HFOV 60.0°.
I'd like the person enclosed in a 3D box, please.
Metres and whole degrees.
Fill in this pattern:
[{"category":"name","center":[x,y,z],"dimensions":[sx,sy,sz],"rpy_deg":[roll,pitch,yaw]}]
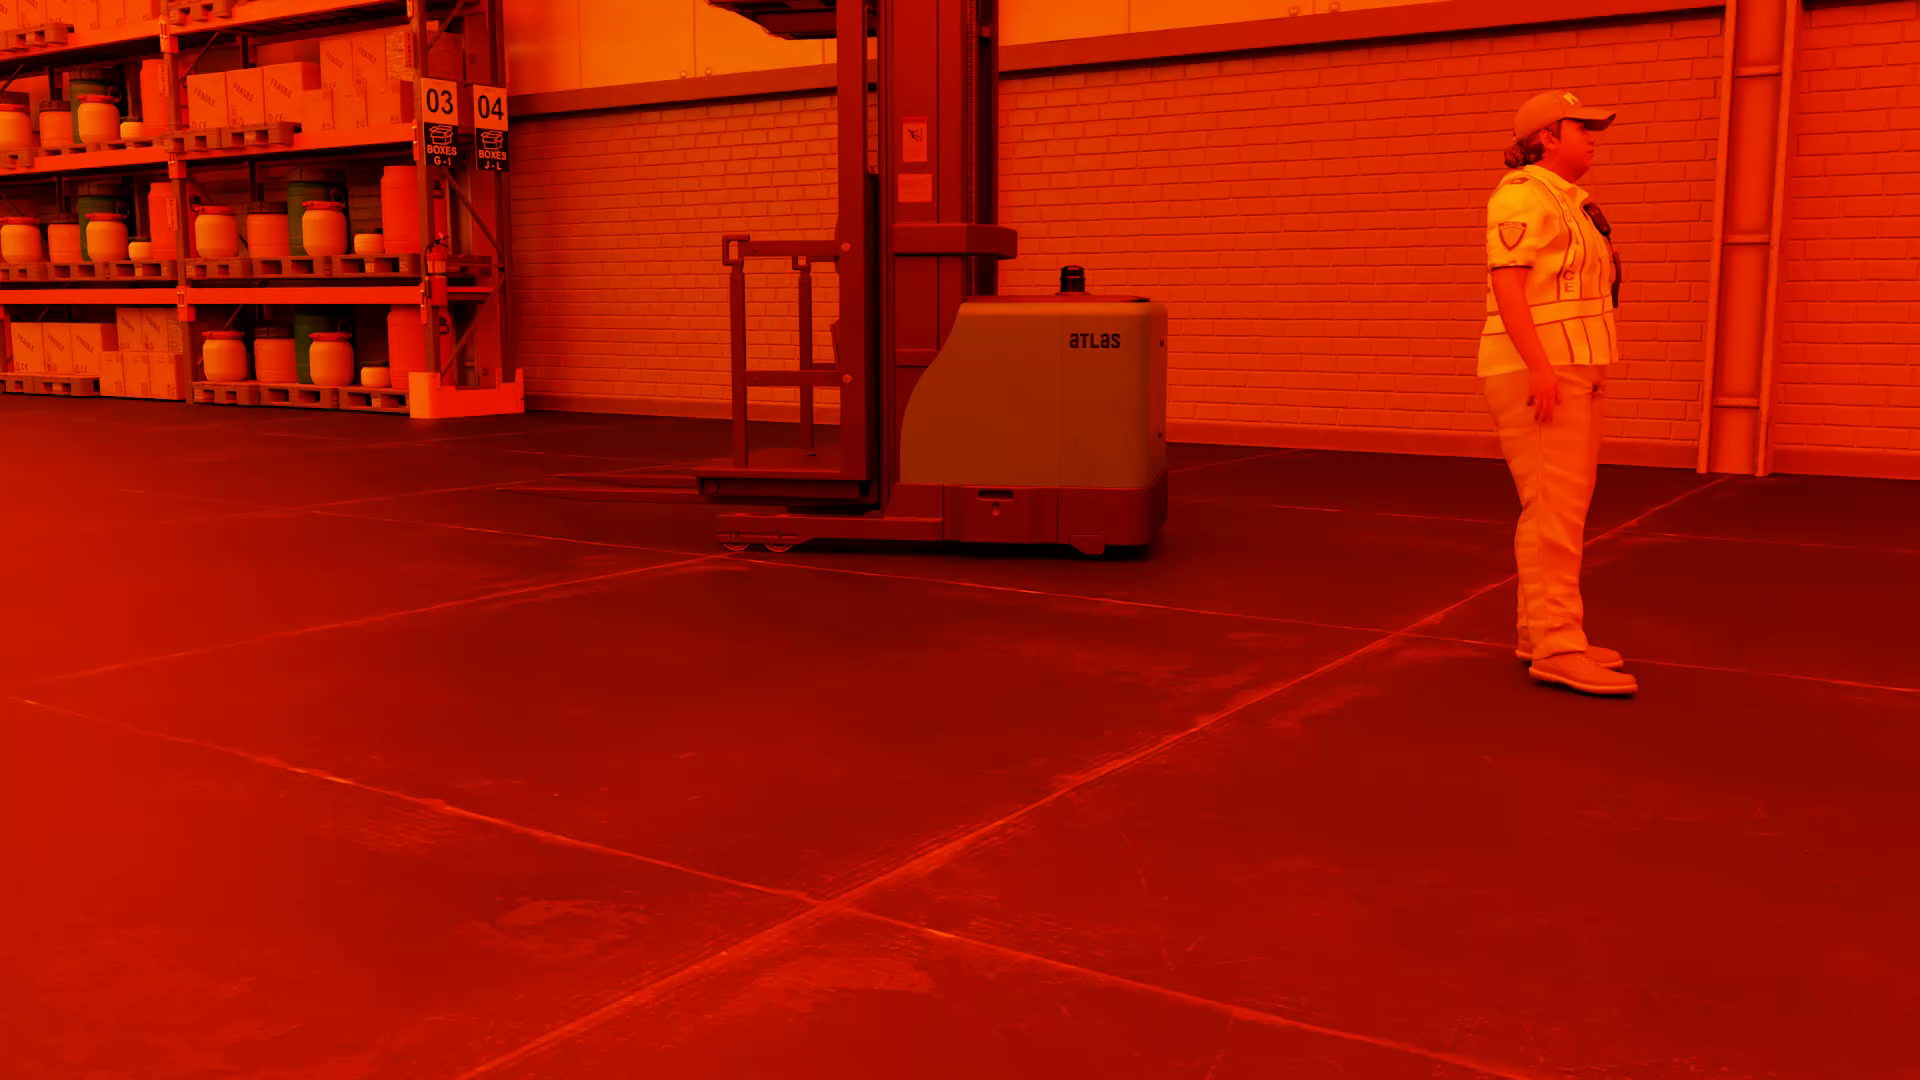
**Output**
[{"category":"person","center":[1.769,-0.448,4.783],"dimensions":[0.529,1.671,0.599],"rpy_deg":[5,10,34]}]

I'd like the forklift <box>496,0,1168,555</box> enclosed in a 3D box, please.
[{"category":"forklift","center":[-0.596,-1.469,7.520],"dimensions":[3.031,2.935,1.130],"rpy_deg":[2,8,12]}]
